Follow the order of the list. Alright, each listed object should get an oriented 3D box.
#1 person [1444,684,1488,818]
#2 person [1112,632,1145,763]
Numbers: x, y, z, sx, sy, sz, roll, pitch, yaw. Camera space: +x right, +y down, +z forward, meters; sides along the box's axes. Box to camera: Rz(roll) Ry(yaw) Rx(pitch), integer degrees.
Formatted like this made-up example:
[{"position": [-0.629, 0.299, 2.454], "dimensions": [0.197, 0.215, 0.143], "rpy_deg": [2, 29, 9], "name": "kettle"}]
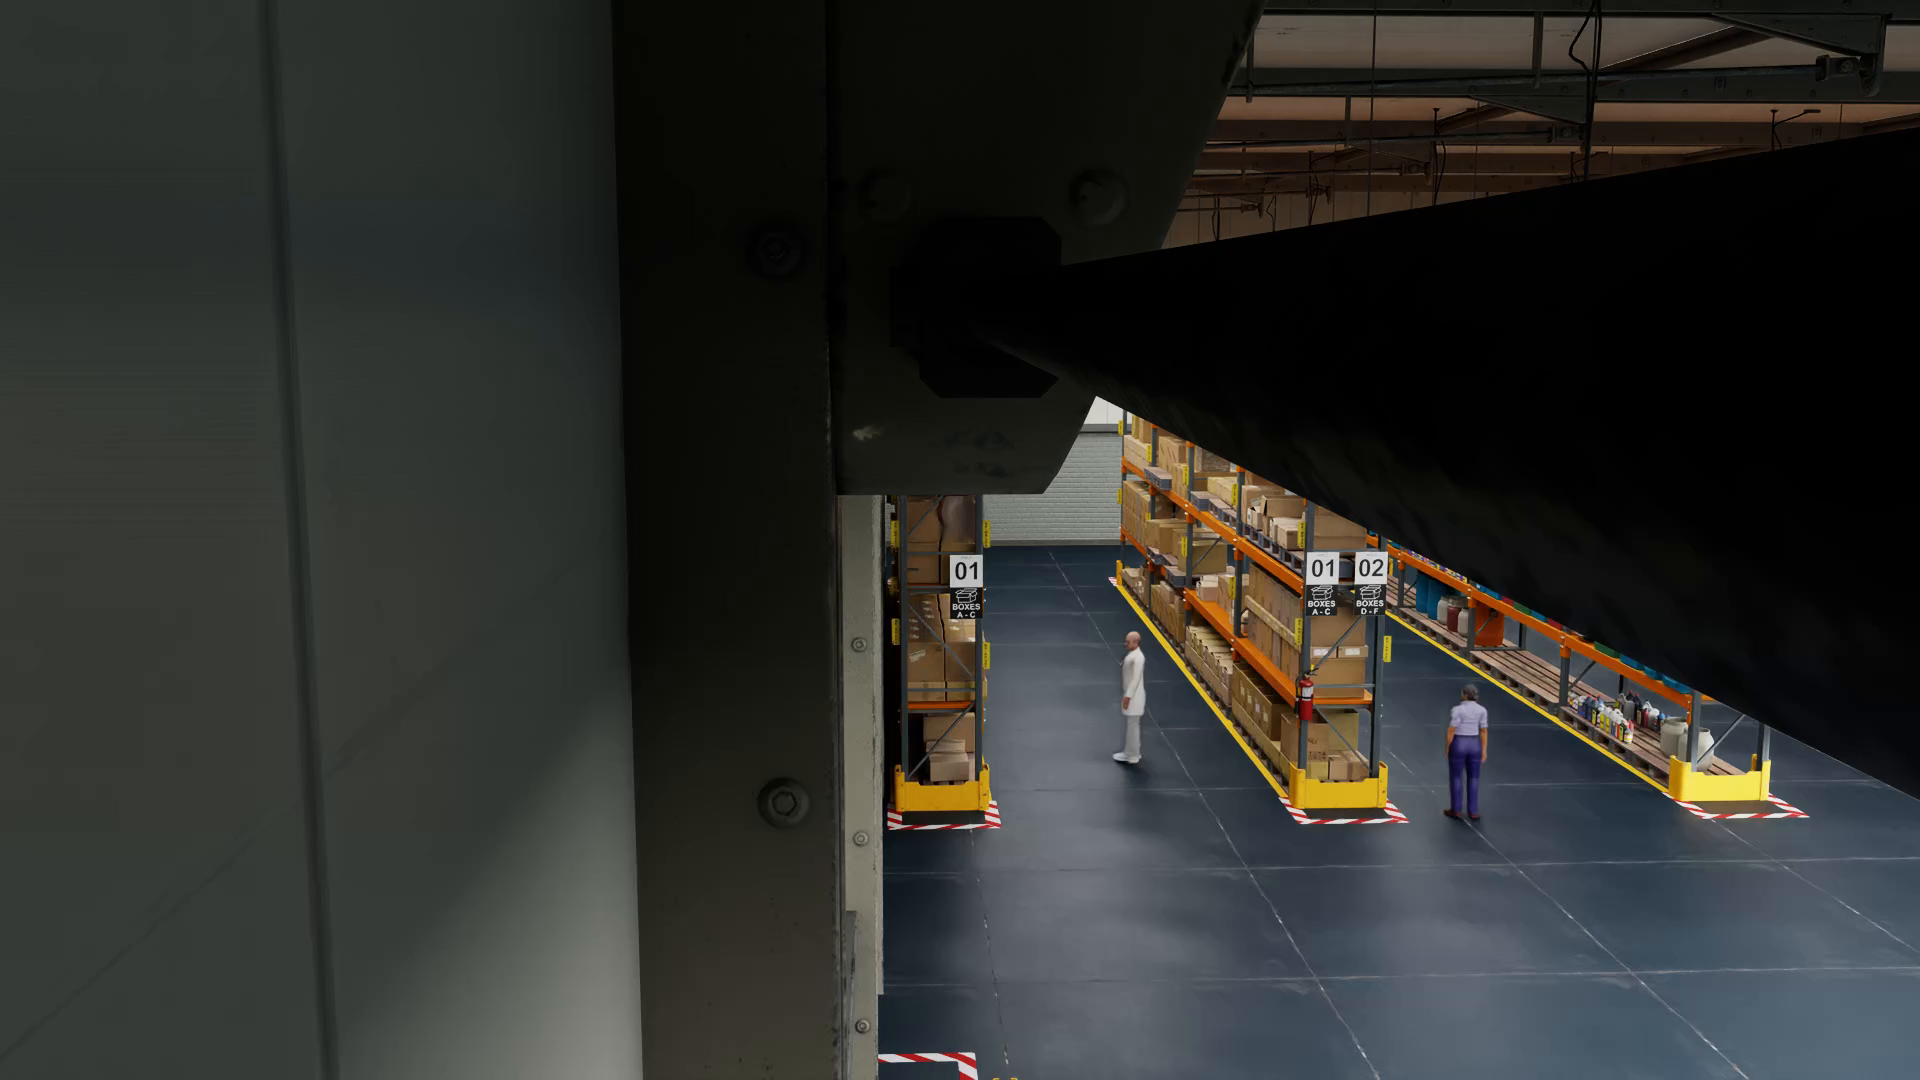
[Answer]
[{"position": [6.153, 2.553, 20.203], "dimensions": [0.497, 1.655, 0.382], "rpy_deg": [0, 8, 0], "name": "person"}, {"position": [2.292, 2.127, 22.570], "dimensions": [0.425, 1.792, 0.598], "rpy_deg": [0, 8, -1], "name": "person"}]
